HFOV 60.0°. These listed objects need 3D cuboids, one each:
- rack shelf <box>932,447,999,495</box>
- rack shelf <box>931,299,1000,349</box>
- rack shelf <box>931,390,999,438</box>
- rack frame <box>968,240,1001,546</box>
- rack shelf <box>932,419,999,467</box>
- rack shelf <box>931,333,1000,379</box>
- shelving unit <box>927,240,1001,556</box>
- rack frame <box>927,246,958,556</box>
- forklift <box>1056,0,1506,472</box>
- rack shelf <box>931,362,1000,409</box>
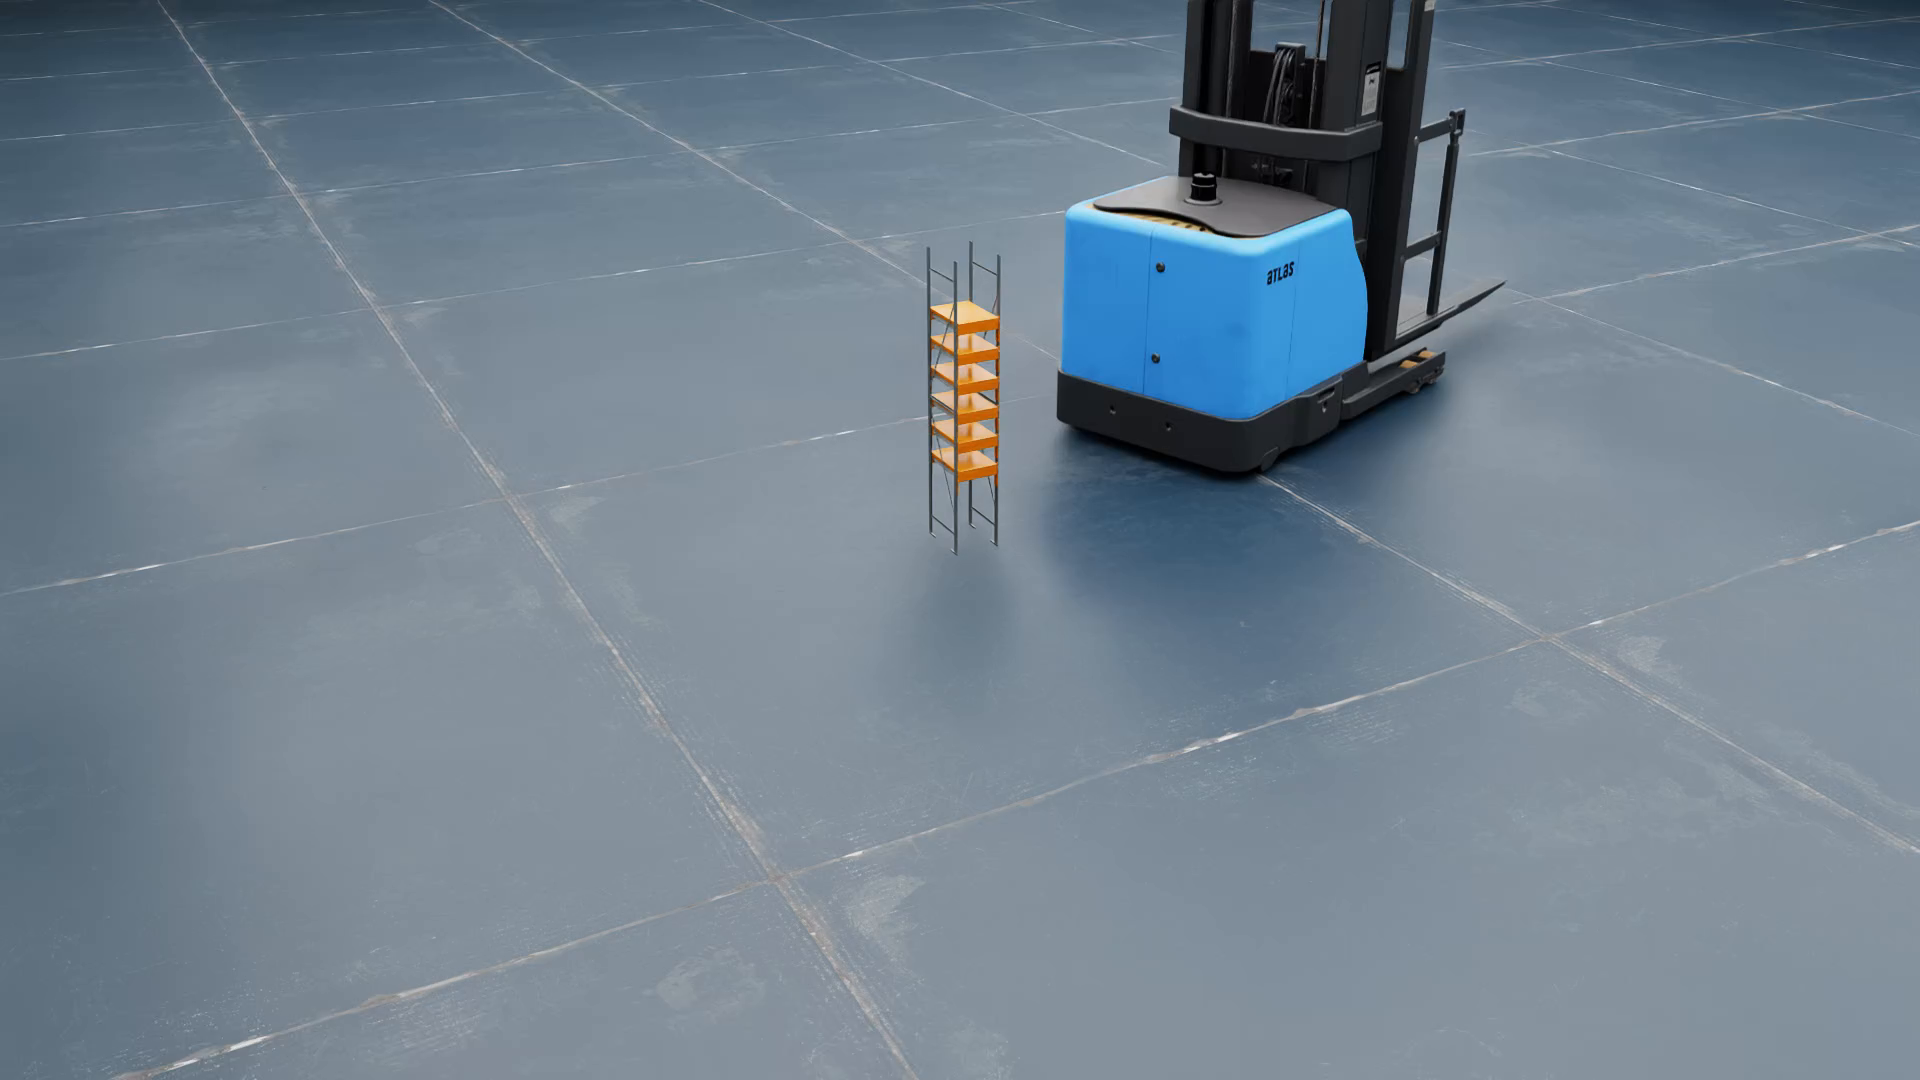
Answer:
[{"bbox_3d":[0.013,-0.287,6.620,0.180,0.103,0.258,-13,29,-25],"label":"rack shelf"},{"bbox_3d":[0.013,-0.828,6.360,0.180,0.103,0.258,-13,29,-25],"label":"rack shelf"},{"bbox_3d":[0.013,-0.504,6.516,0.180,0.103,0.258,-13,29,-25],"label":"rack shelf"},{"bbox_3d":[0.093,-0.562,6.535,0.006,1.200,0.240,-13,29,-25],"label":"rack frame"},{"bbox_3d":[0.013,-0.396,6.568,0.180,0.103,0.258,-13,29,-25],"label":"rack shelf"},{"bbox_3d":[0.013,-0.720,6.412,0.180,0.103,0.258,-13,29,-25],"label":"rack shelf"},{"bbox_3d":[0.013,-0.544,6.496,0.189,1.200,0.258,-13,29,-25],"label":"shelving unit"},{"bbox_3d":[-0.068,-0.525,6.458,0.006,1.200,0.240,-13,29,-25],"label":"rack frame"},{"bbox_3d":[1.797,-2.172,7.888,1.130,2.935,3.031,21,32,36],"label":"forklift"},{"bbox_3d":[0.013,-0.612,6.464,0.180,0.103,0.258,-13,29,-25],"label":"rack shelf"}]
